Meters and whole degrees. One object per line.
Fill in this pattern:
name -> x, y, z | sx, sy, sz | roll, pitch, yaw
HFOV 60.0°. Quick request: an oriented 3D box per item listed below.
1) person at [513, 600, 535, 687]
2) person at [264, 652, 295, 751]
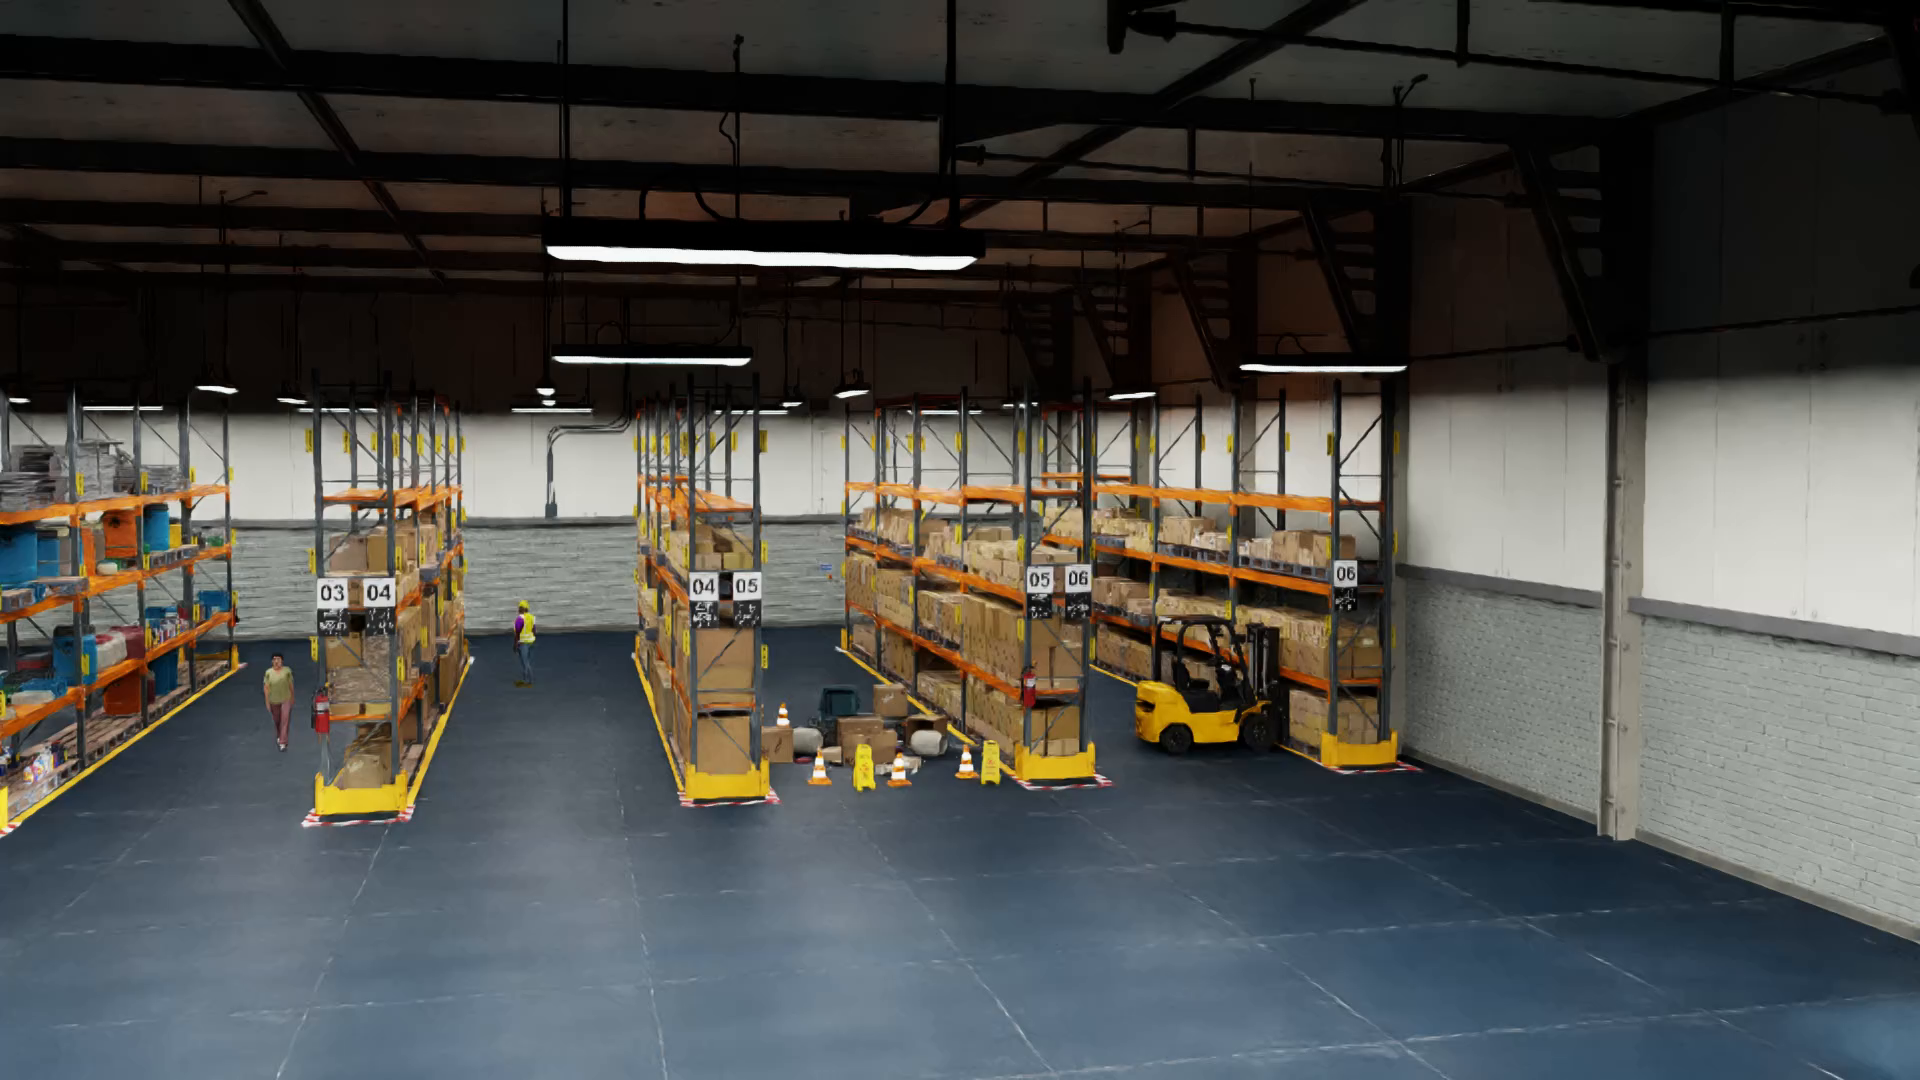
person -> -9.014, 2.123, 34.346 | 0.559, 1.759, 0.661 | 1, 3, 16
person -> -11.177, 2.617, 27.264 | 0.448, 1.588, 1.110 | -1, 3, -11
